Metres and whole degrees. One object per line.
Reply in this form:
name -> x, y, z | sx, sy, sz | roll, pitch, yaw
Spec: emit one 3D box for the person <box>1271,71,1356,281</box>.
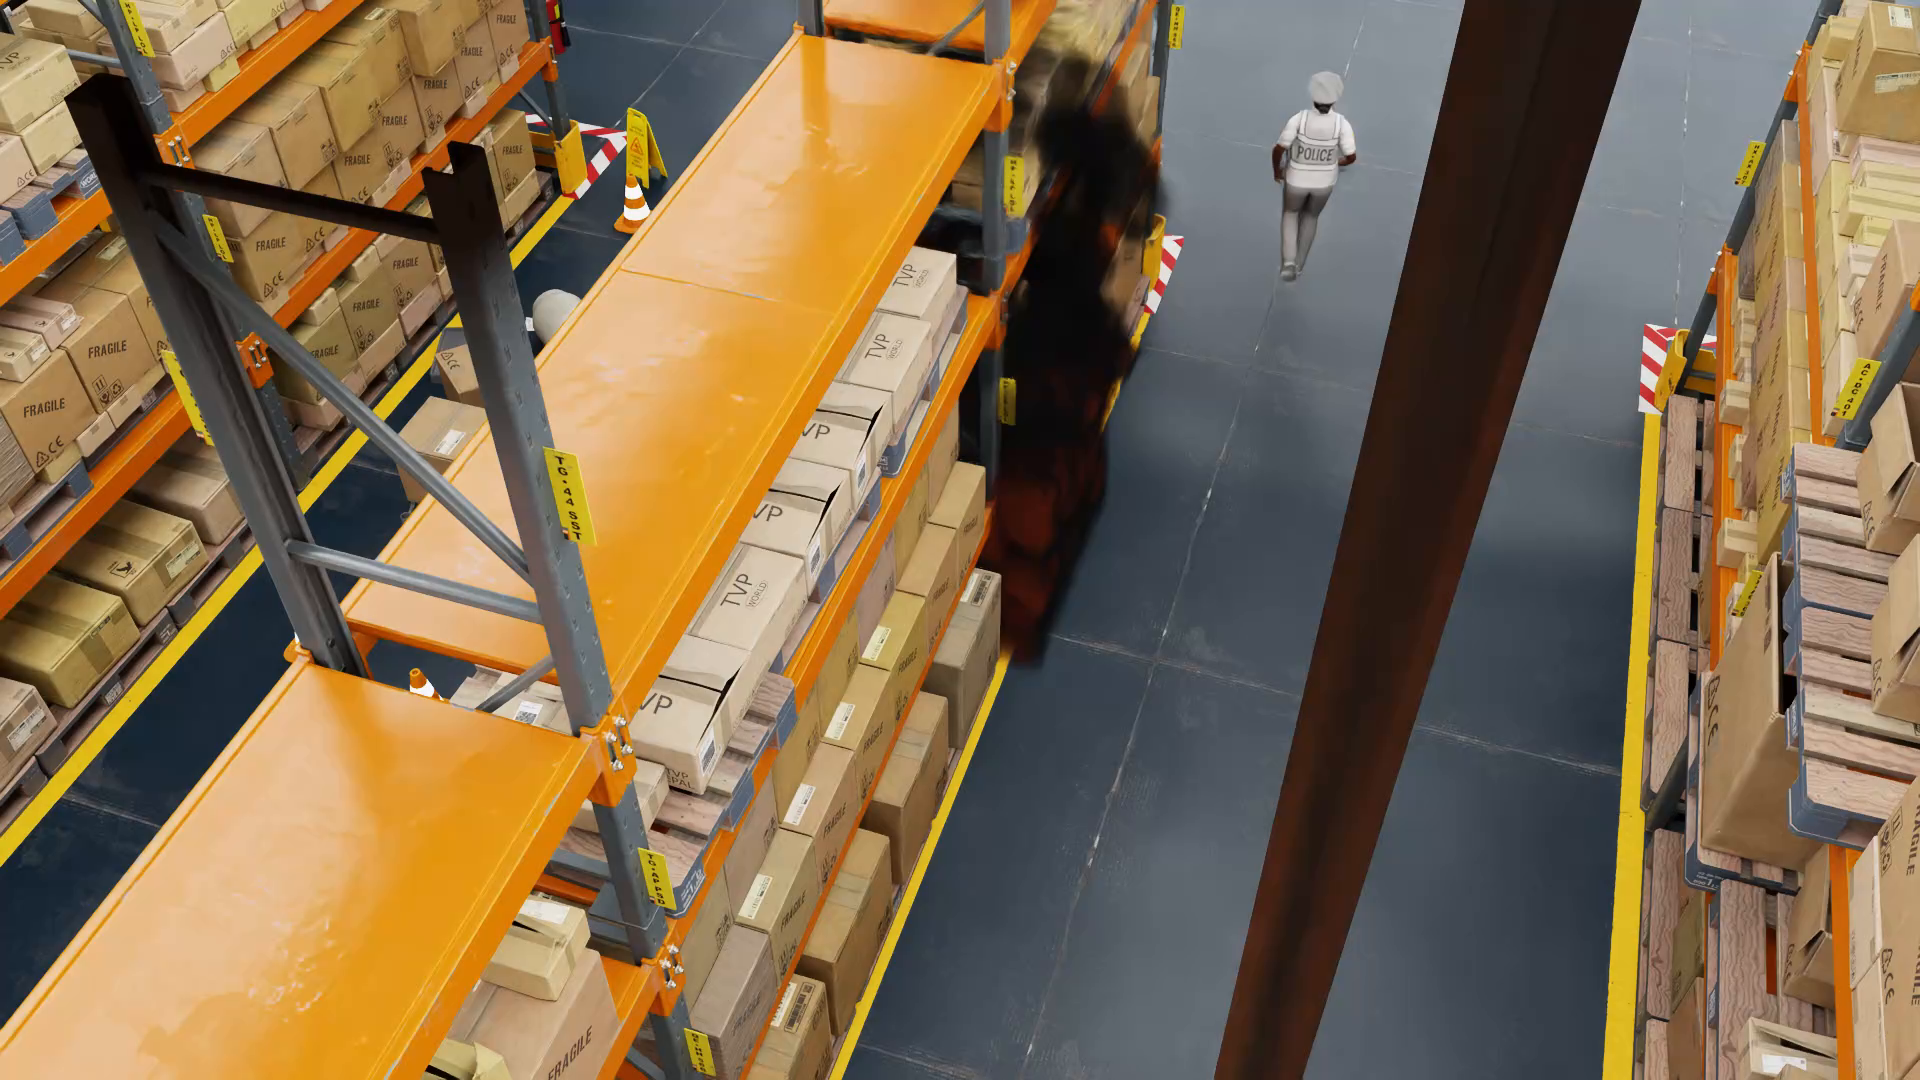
person -> 2.545, -2.617, 12.141 | 0.604, 1.680, 0.532 | 4, 46, 4
